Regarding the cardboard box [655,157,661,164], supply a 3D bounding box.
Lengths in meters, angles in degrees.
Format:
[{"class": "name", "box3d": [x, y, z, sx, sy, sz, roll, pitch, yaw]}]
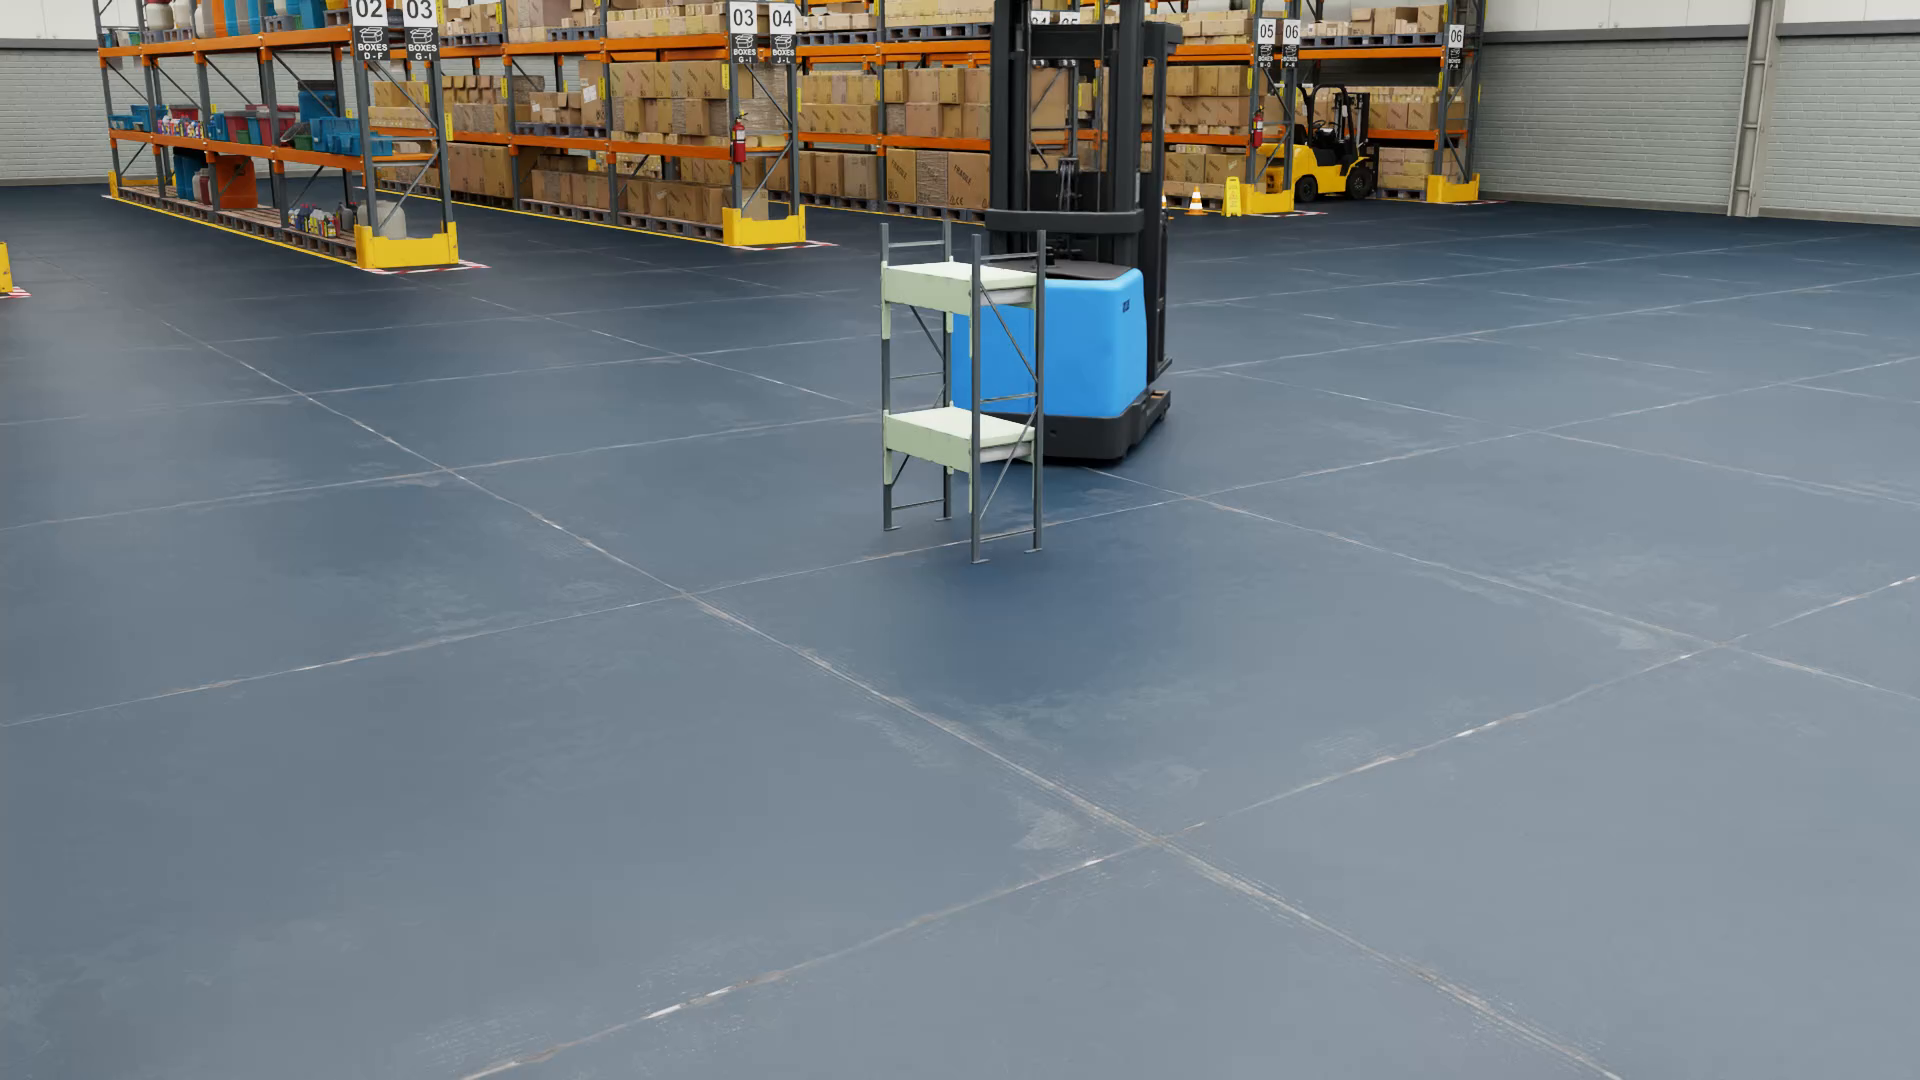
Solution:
[{"class": "cardboard box", "box3d": [-6.270, -8.098, 35.460, 0.380, 0.149, 0.250, -11, 19, -34]}]

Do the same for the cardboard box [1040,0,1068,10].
[{"class": "cardboard box", "box3d": [1.311, -8.249, 25.587, 0.500, 0.250, 0.500, -11, 19, -35]}]

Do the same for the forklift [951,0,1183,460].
[{"class": "forklift", "box3d": [0.788, -2.220, 10.636, 1.130, 2.935, 3.031, 4, 16, 15]}]

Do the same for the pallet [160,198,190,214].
[{"class": "pallet", "box3d": [-13.326, -5.867, 29.111, 1.003, 0.211, 1.213, -11, 19, -35]}]

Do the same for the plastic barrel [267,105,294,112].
[{"class": "plastic barrel", "box3d": [-10.113, -6.227, 24.889, 0.433, 0.535, 0.433, 0, 15, 0]}]

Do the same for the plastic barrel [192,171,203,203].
[{"class": "plastic barrel", "box3d": [-12.764, -5.981, 28.163, 0.421, 0.512, 0.421, 0, 15, 0]}]

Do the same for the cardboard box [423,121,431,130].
[{"class": "cardboard box", "box3d": [-10.184, -8.045, 32.262, 0.380, 0.149, 0.250, -11, 19, -34]}]

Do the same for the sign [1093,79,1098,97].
[{"class": "sign", "box3d": [2.533, -8.453, 31.085, 0.100, 0.325, 0.005, -11, 19, -35]}]

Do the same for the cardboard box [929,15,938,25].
[{"class": "cardboard box", "box3d": [-0.275, -8.366, 26.769, 0.380, 0.149, 0.250, -11, 19, -34]}]

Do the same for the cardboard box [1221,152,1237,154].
[{"class": "cardboard box", "box3d": [4.756, -6.696, 29.853, 0.500, 0.500, 0.500, -12, 19, -37]}]

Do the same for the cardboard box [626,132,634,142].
[{"class": "cardboard box", "box3d": [-4.847, -6.125, 25.249, 0.380, 0.149, 0.250, -11, 19, -35]}]

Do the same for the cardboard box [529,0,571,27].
[{"class": "cardboard box", "box3d": [-6.723, -8.678, 27.282, 0.500, 0.500, 0.500, -12, 19, -36]}]

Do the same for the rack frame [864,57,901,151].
[{"class": "rack frame", "box3d": [-1.724, -9.690, 37.797, 1.000, 3.000, 0.127, -11, 19, -35]}]

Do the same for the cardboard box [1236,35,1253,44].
[{"class": "cardboard box", "box3d": [4.896, -8.486, 28.192, 0.380, 0.149, 0.250, -11, 19, -34]}]

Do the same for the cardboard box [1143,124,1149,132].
[{"class": "cardboard box", "box3d": [3.576, -7.535, 30.401, 0.380, 0.149, 0.250, -11, 19, -35]}]

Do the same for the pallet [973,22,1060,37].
[{"class": "pallet", "box3d": [0.943, -7.898, 25.737, 1.003, 0.211, 1.213, -11, 19, -35]}]

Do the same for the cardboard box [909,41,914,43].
[{"class": "cardboard box", "box3d": [-0.933, -10.830, 35.739, 0.396, 0.266, 0.258, -9, 18, -30]}]

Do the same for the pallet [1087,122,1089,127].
[{"class": "pallet", "box3d": [1.825, -8.327, 33.181, 1.003, 0.211, 1.213, -11, 19, -35]}]

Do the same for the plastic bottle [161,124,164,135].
[{"class": "plastic bottle", "box3d": [-13.715, -7.092, 28.683, 0.097, 0.201, 0.097, 0, 15, 0]}]

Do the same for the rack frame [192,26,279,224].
[{"class": "rack frame", "box3d": [-11.394, -6.529, 26.247, 1.000, 3.000, 0.127, -11, 19, -35]}]

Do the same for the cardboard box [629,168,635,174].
[{"class": "cardboard box", "box3d": [-7.051, -8.092, 36.563, 0.380, 0.149, 0.250, -11, 19, -35]}]

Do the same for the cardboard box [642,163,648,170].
[{"class": "cardboard box", "box3d": [-6.685, -8.119, 36.100, 0.380, 0.149, 0.250, -10, 18, -33]}]

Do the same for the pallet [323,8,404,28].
[{"class": "pallet", "box3d": [-7.098, -6.368, 20.336, 1.003, 0.211, 1.213, -11, 19, -35]}]

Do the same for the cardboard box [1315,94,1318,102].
[{"class": "cardboard box", "box3d": [7.297, -8.899, 33.488, 0.380, 0.149, 0.250, -11, 19, -35]}]

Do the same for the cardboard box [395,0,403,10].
[{"class": "cardboard box", "box3d": [-10.912, -10.680, 33.139, 0.500, 0.250, 0.500, -12, 19, -36]}]

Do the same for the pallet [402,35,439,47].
[{"class": "pallet", "box3d": [-10.212, -9.732, 32.437, 1.003, 0.211, 1.213, -11, 19, -35]}]

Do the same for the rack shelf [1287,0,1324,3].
[{"class": "rack shelf", "box3d": [8.169, -10.679, 32.169, 1.077, 0.370, 4.000, -11, 19, -35]}]

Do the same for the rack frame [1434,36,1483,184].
[{"class": "rack frame", "box3d": [9.345, -7.899, 31.253, 1.000, 3.000, 0.127, -11, 19, -35]}]

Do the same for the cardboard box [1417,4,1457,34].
[{"class": "cardboard box", "box3d": [8.887, -9.701, 30.982, 0.500, 0.500, 0.500, -10, 18, -33]}]

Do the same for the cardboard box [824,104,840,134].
[{"class": "cardboard box", "box3d": [-2.082, -7.526, 29.700, 0.500, 0.500, 0.500, -11, 19, -34]}]

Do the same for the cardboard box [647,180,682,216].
[{"class": "cardboard box", "box3d": [-4.490, -5.227, 25.433, 0.500, 0.500, 0.500, -5, 16, -17]}]

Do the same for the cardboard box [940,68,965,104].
[{"class": "cardboard box", "box3d": [0.166, -7.353, 26.928, 0.875, 0.550, 0.500, -11, 19, -35]}]

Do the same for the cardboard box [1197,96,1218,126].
[{"class": "cardboard box", "box3d": [4.499, -7.500, 29.043, 0.500, 0.500, 0.500, -11, 19, -34]}]

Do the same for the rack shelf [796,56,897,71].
[{"class": "rack shelf", "box3d": [-2.900, -11.217, 39.057, 1.077, 0.370, 4.000, -11, 19, -35]}]

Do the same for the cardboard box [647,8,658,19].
[{"class": "cardboard box", "box3d": [-4.297, -7.620, 24.082, 0.380, 0.149, 0.250, -11, 19, -36]}]

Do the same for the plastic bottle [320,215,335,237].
[{"class": "plastic bottle", "box3d": [-8.251, -4.101, 21.704, 0.152, 0.276, 0.135, -11, 19, -34]}]

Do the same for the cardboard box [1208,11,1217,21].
[{"class": "cardboard box", "box3d": [4.501, -9.039, 28.702, 0.380, 0.149, 0.250, -11, 19, -34]}]

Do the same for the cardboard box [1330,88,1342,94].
[{"class": "cardboard box", "box3d": [7.567, -8.926, 33.026, 0.380, 0.149, 0.250, -11, 19, -35]}]

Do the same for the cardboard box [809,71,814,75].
[{"class": "cardboard box", "box3d": [-3.340, -10.989, 39.233, 0.380, 0.149, 0.250, -11, 19, -34]}]

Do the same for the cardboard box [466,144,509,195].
[{"class": "cardboard box", "box3d": [-8.295, -6.817, 30.531, 1.225, 0.875, 0.875, -11, 19, -34]}]

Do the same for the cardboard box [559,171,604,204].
[{"class": "cardboard box", "box3d": [-6.302, -5.928, 27.953, 0.700, 0.500, 0.500, -9, 18, -30]}]

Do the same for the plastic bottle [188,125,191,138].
[{"class": "plastic bottle", "box3d": [-12.509, -6.654, 27.083, 0.097, 0.201, 0.097, 0, 15, 0]}]

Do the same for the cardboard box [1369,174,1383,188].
[{"class": "cardboard box", "box3d": [8.241, -7.042, 32.537, 0.500, 0.250, 0.500, -11, 19, -34]}]

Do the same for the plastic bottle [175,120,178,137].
[{"class": "plastic bottle", "box3d": [-13.055, -6.886, 27.799, 0.097, 0.271, 0.097, 0, 15, 0]}]

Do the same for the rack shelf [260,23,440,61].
[{"class": "rack shelf", "box3d": [-7.866, -6.347, 21.265, 1.077, 0.370, 4.000, -11, 19, -35]}]

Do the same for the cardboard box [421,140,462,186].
[{"class": "cardboard box", "box3d": [-10.063, -7.483, 32.962, 0.875, 0.875, 0.875, -11, 19, -35]}]

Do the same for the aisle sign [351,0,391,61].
[{"class": "aisle sign", "box3d": [-6.888, -6.013, 19.438, 0.394, 0.787, 0.004, -11, 19, -35]}]

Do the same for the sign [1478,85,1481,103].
[{"class": "sign", "box3d": [9.797, -8.439, 31.438, 0.100, 0.325, 0.005, -11, 19, -35]}]

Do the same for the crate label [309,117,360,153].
[{"class": "crate label", "box3d": [-7.991, -5.188, 21.284, 0.502, 0.435, 0.616, -11, 19, -35]}]

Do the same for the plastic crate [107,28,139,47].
[{"class": "plastic crate", "box3d": [-15.422, -9.285, 30.753, 0.504, 0.338, 0.767, -11, 19, -35]}]

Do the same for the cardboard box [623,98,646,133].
[{"class": "cardboard box", "box3d": [-4.556, -6.417, 25.087, 0.875, 0.500, 0.500, -11, 19, -35]}]

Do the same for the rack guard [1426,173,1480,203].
[{"class": "rack guard", "box3d": [9.359, -6.688, 31.564, 1.175, 0.500, 0.348, -11, 19, -35]}]

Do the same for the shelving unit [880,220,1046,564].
[{"class": "shelving unit", "box3d": [0.004, -0.722, 7.873, 0.431, 1.500, 0.755, -11, 19, -35]}]
